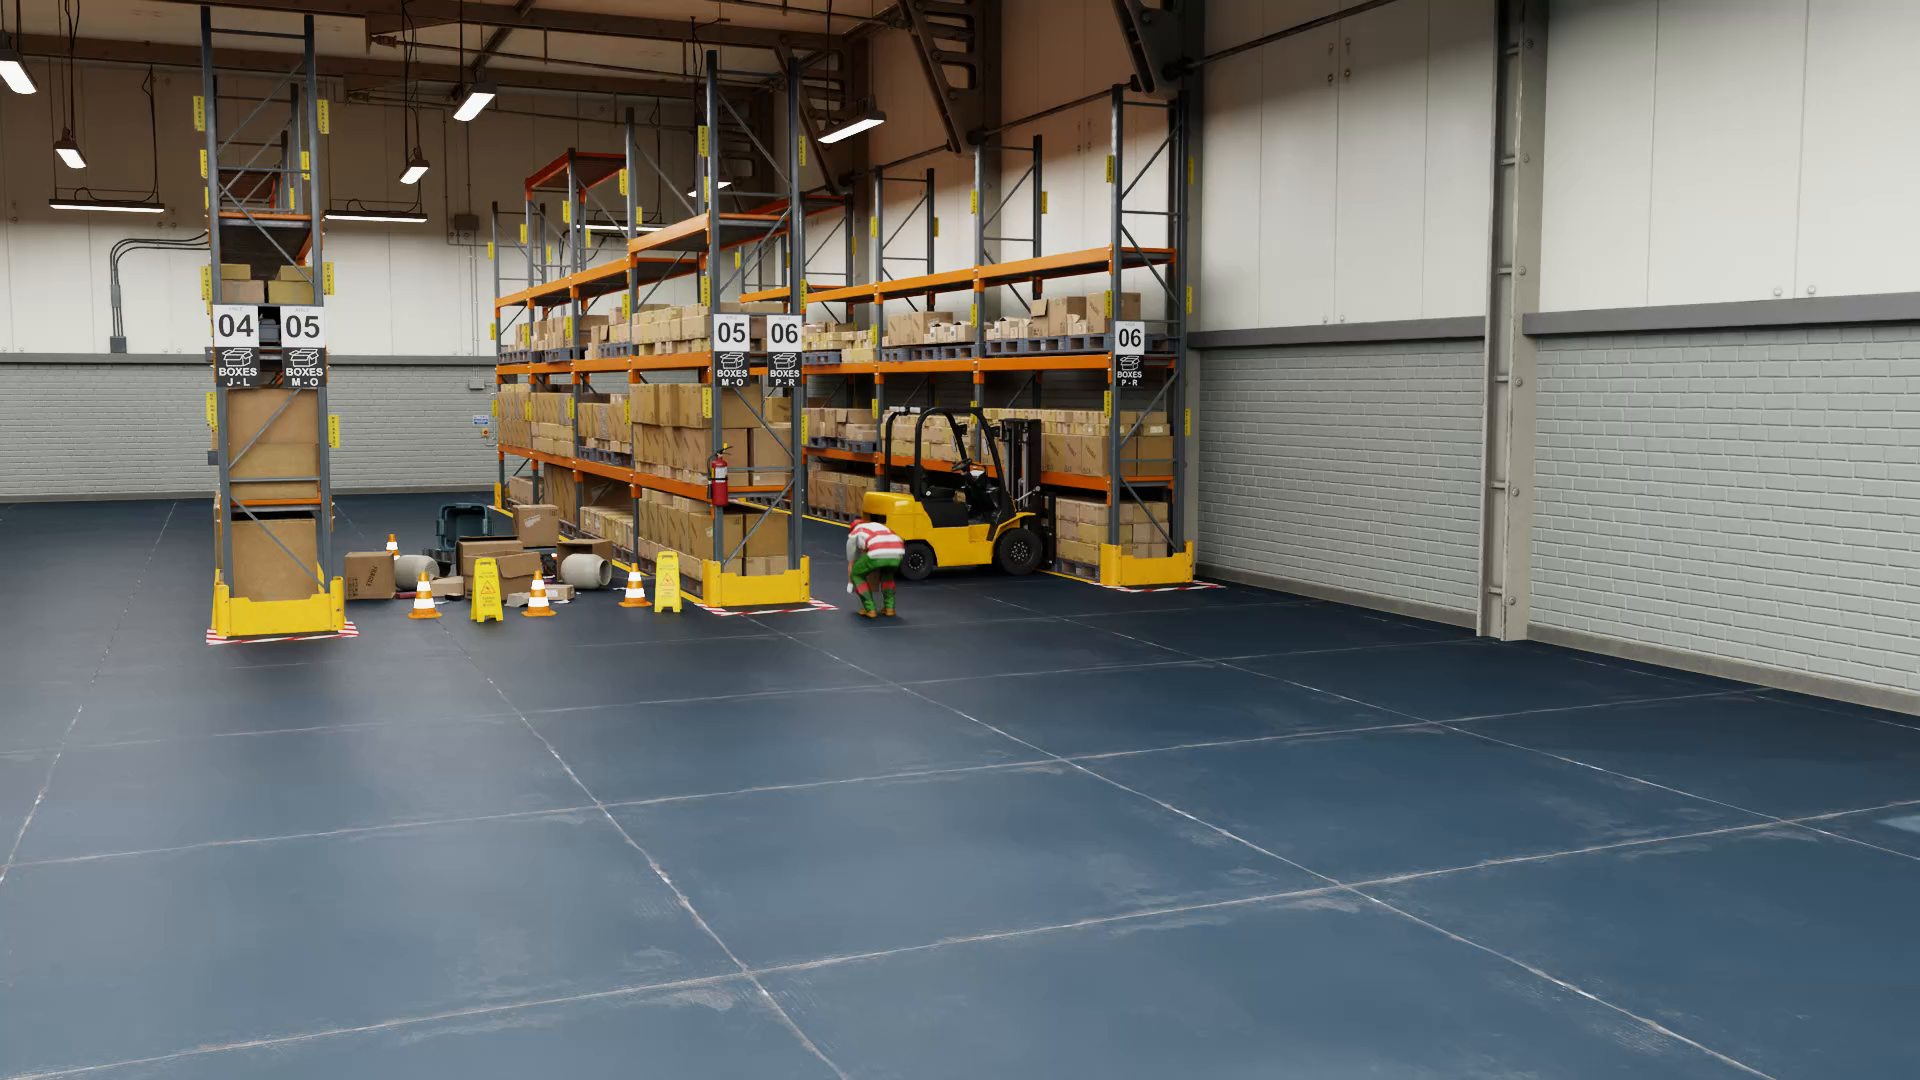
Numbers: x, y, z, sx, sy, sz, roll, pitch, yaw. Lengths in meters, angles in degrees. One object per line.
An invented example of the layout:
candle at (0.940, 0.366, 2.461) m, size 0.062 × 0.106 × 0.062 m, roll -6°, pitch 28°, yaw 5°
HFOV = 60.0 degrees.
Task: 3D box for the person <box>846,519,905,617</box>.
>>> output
person at (-0.927, 0.297, 17.717) m, size 0.530 × 0.986 × 0.950 m, roll -3°, pitch 6°, yaw -26°
